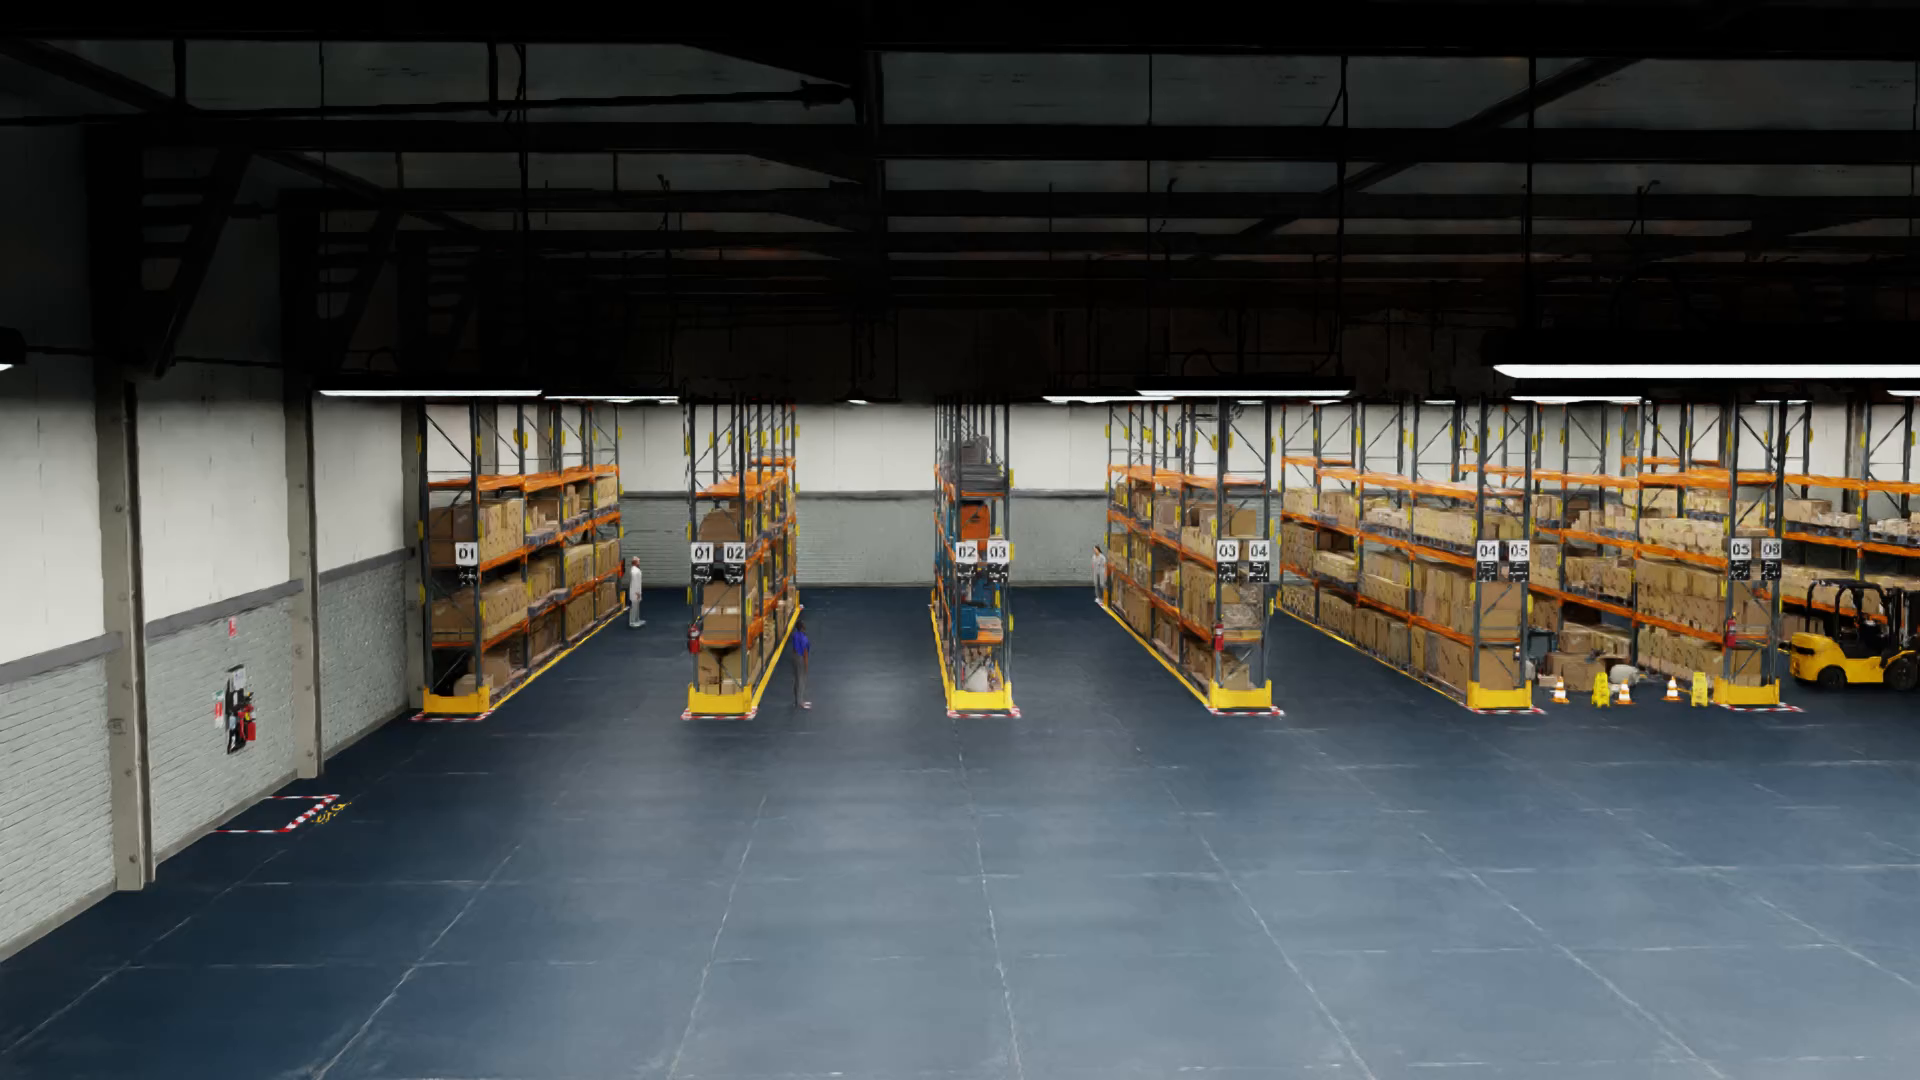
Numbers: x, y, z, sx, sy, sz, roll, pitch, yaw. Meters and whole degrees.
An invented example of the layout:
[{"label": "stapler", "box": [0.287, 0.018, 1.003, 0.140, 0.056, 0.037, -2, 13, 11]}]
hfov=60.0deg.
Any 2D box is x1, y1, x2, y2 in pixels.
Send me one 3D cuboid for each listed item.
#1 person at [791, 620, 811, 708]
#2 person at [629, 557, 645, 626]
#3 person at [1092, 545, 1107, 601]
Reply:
[{"label": "person", "box": [-3.012, 2.343, 31.694, 0.415, 1.661, 0.499, -3, 5, -34]}, {"label": "person", "box": [-8.447, 1.336, 43.444, 0.446, 1.780, 0.674, -1, 5, -15]}, {"label": "person", "box": [4.148, 0.974, 49.008, 0.516, 1.663, 0.508, 3, 6, 35]}]
